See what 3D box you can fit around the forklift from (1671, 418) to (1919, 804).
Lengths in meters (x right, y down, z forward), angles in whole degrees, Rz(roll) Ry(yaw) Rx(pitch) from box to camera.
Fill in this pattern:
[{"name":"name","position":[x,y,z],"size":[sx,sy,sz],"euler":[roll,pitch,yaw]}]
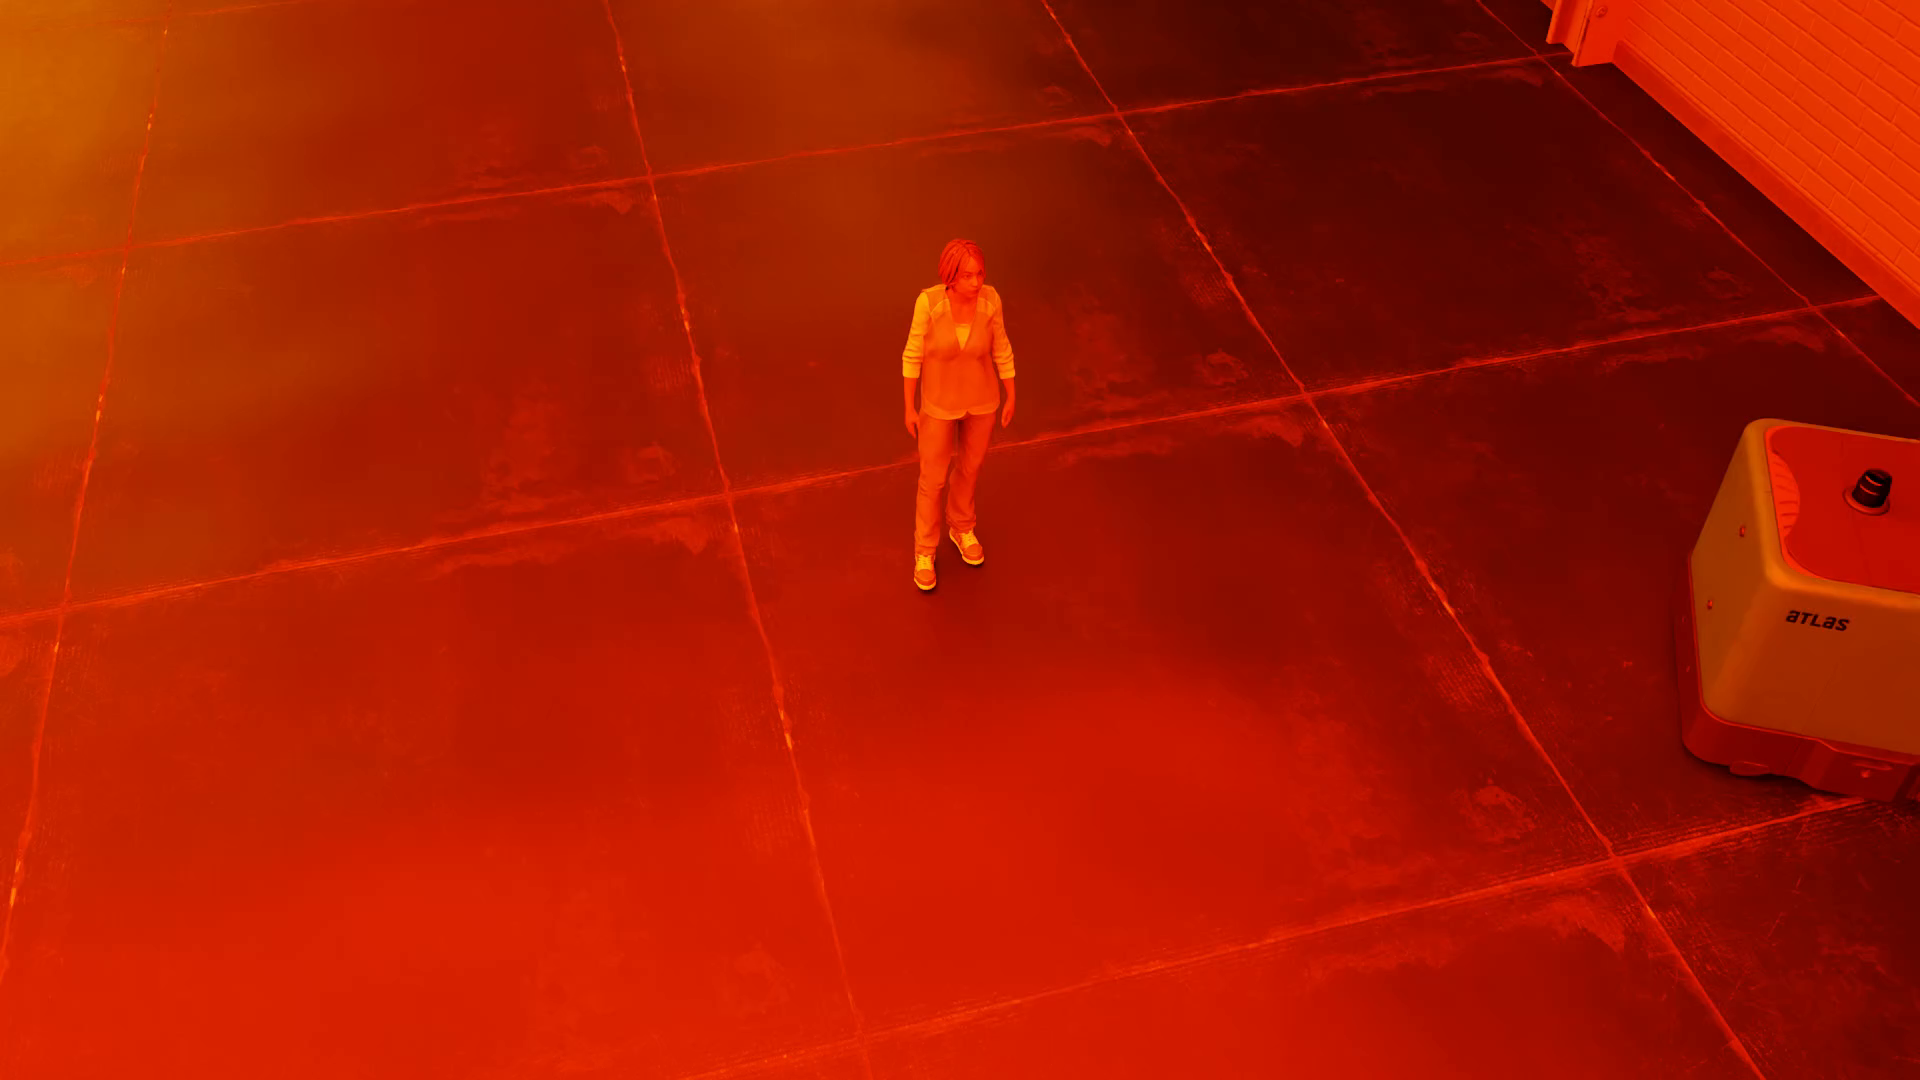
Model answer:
[{"name":"forklift","position":[4.532,-0.222,5.880],"size":[3.031,2.935,1.130],"euler":[10,44,10]}]

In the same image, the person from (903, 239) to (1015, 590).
[{"name":"person","position":[0.005,-0.534,7.170],"size":[0.520,1.599,0.473],"euler":[-10,44,-11]}]
